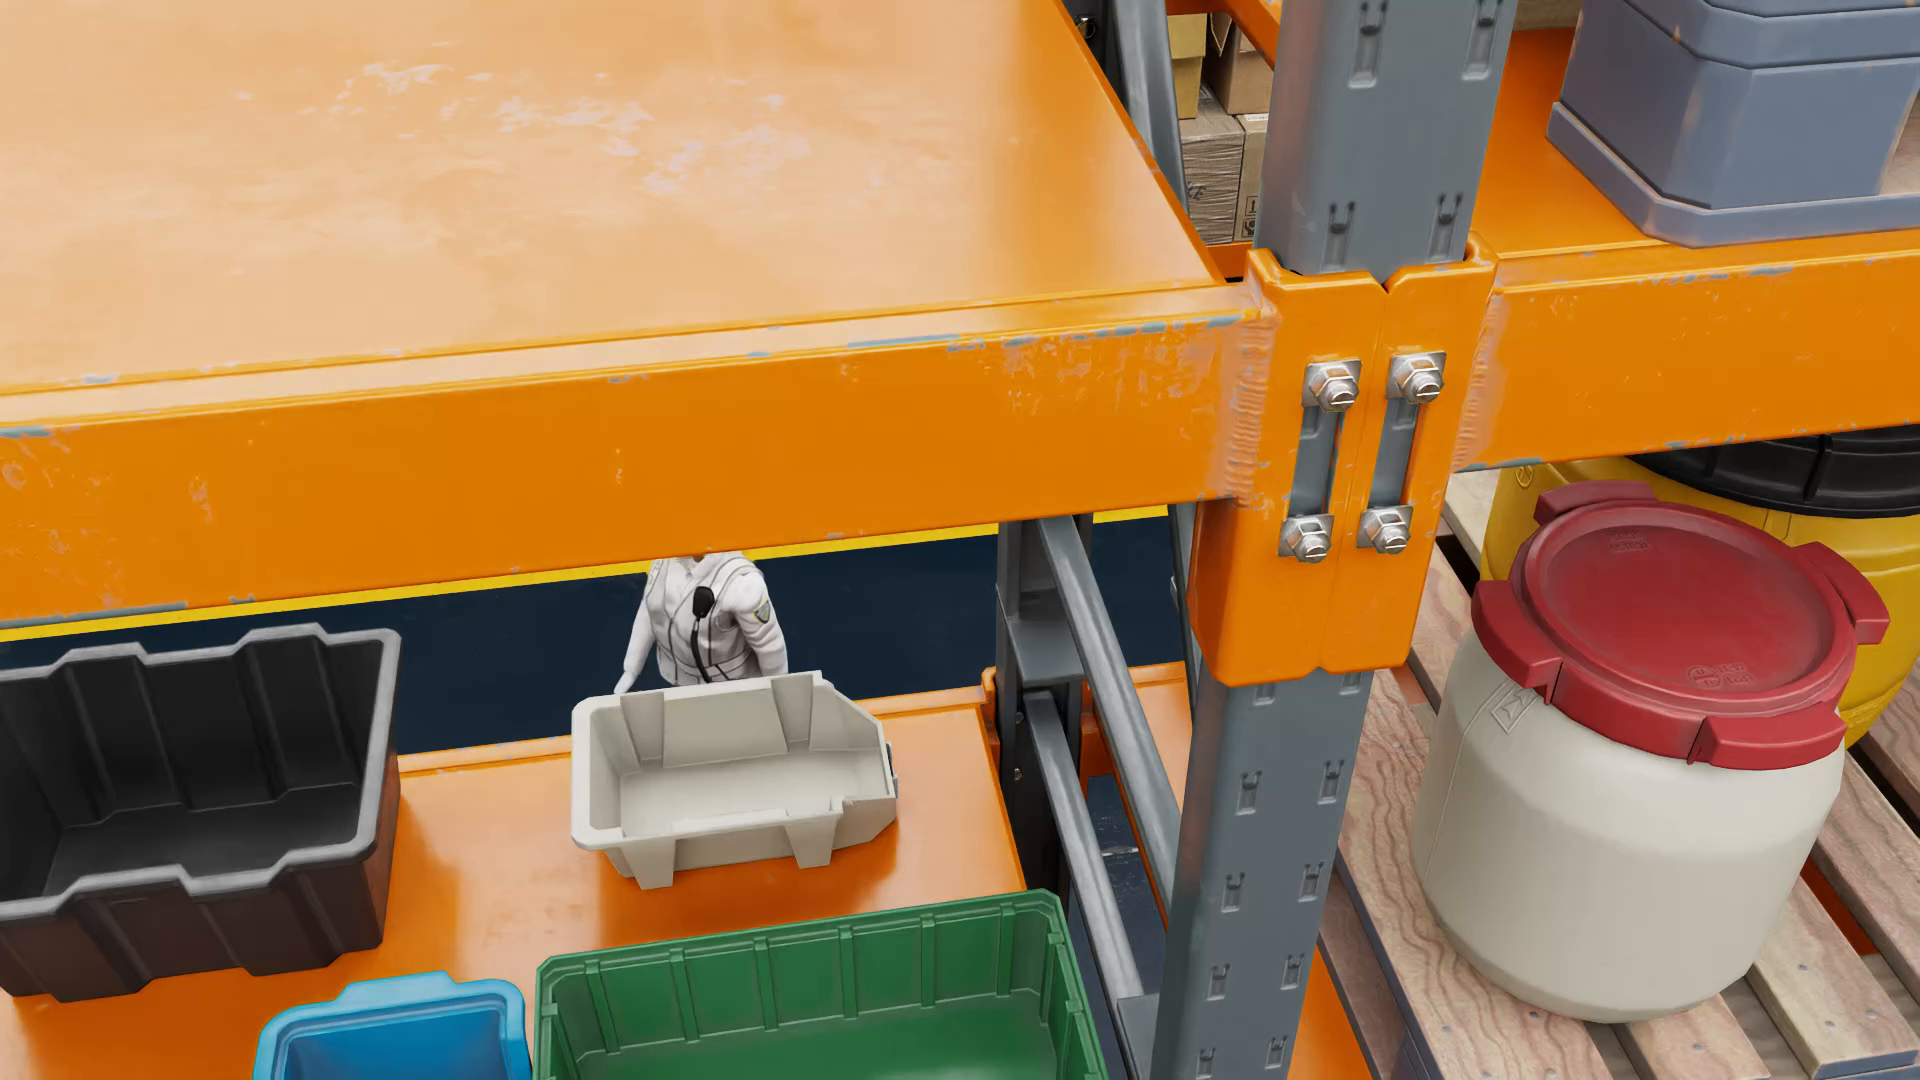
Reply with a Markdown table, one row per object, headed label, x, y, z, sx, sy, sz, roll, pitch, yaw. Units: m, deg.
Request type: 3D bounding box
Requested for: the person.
| label | x | y | z | sx | sy | sz | roll | pitch | yaw |
| --- | --- | --- | --- | --- | --- | --- | --- | --- | --- |
| person | -0.896 | 0.480 | 5.545 | 0.985 | 1.625 | 0.499 | -32 | 49 | -33 |
